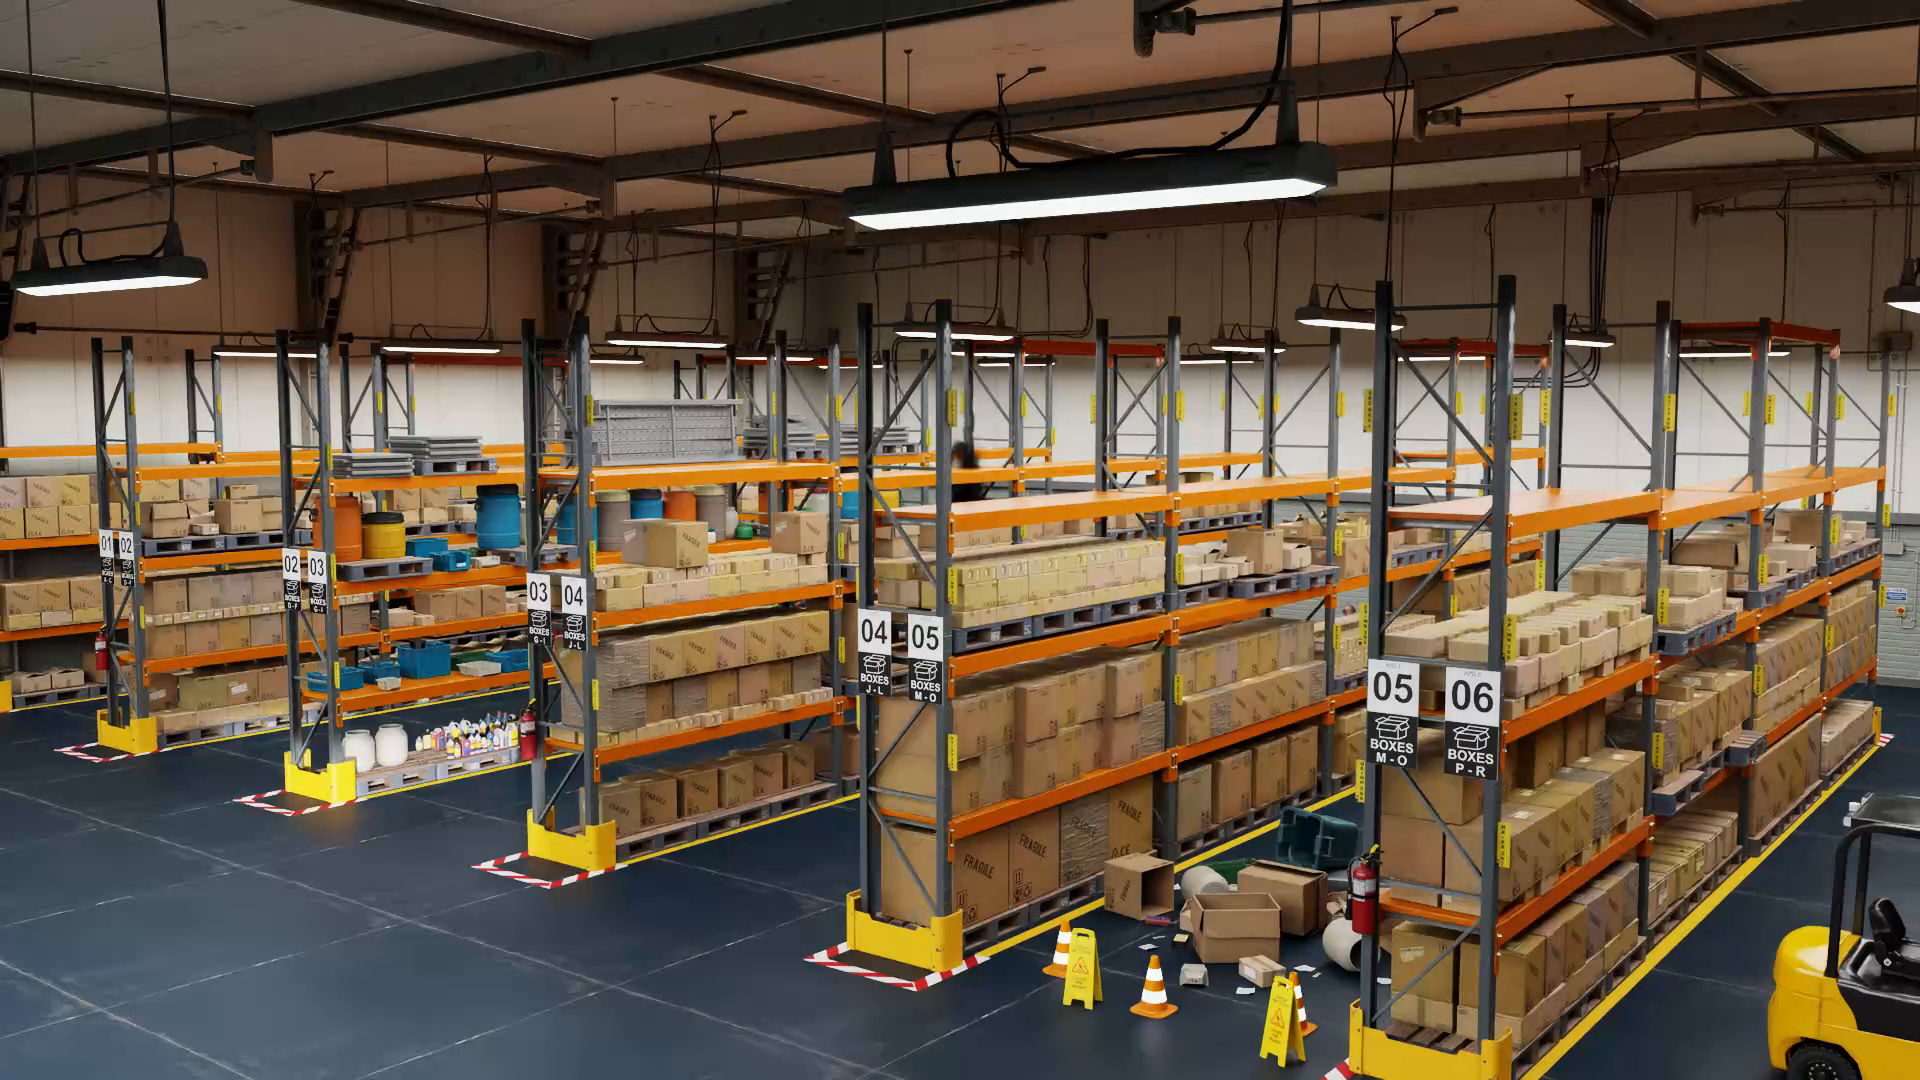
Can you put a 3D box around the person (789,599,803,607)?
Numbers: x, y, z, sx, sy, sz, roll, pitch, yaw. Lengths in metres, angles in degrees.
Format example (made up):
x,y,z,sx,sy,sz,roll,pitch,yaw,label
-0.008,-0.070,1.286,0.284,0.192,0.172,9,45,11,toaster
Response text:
x,y,z,sx,sy,sz,roll,pitch,yaw,label
-3.093,1.425,32.635,0.704,1.801,1.047,3,6,29,person

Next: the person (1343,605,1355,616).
x,y,z,sx,sy,sz,roll,pitch,yaw,label
6.440,1.947,27.288,0.914,1.792,0.673,-5,7,-44,person

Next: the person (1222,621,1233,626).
x,y,z,sx,sy,sz,roll,pitch,yaw,label
3.801,2.021,23.548,0.556,1.763,0.691,4,6,35,person
